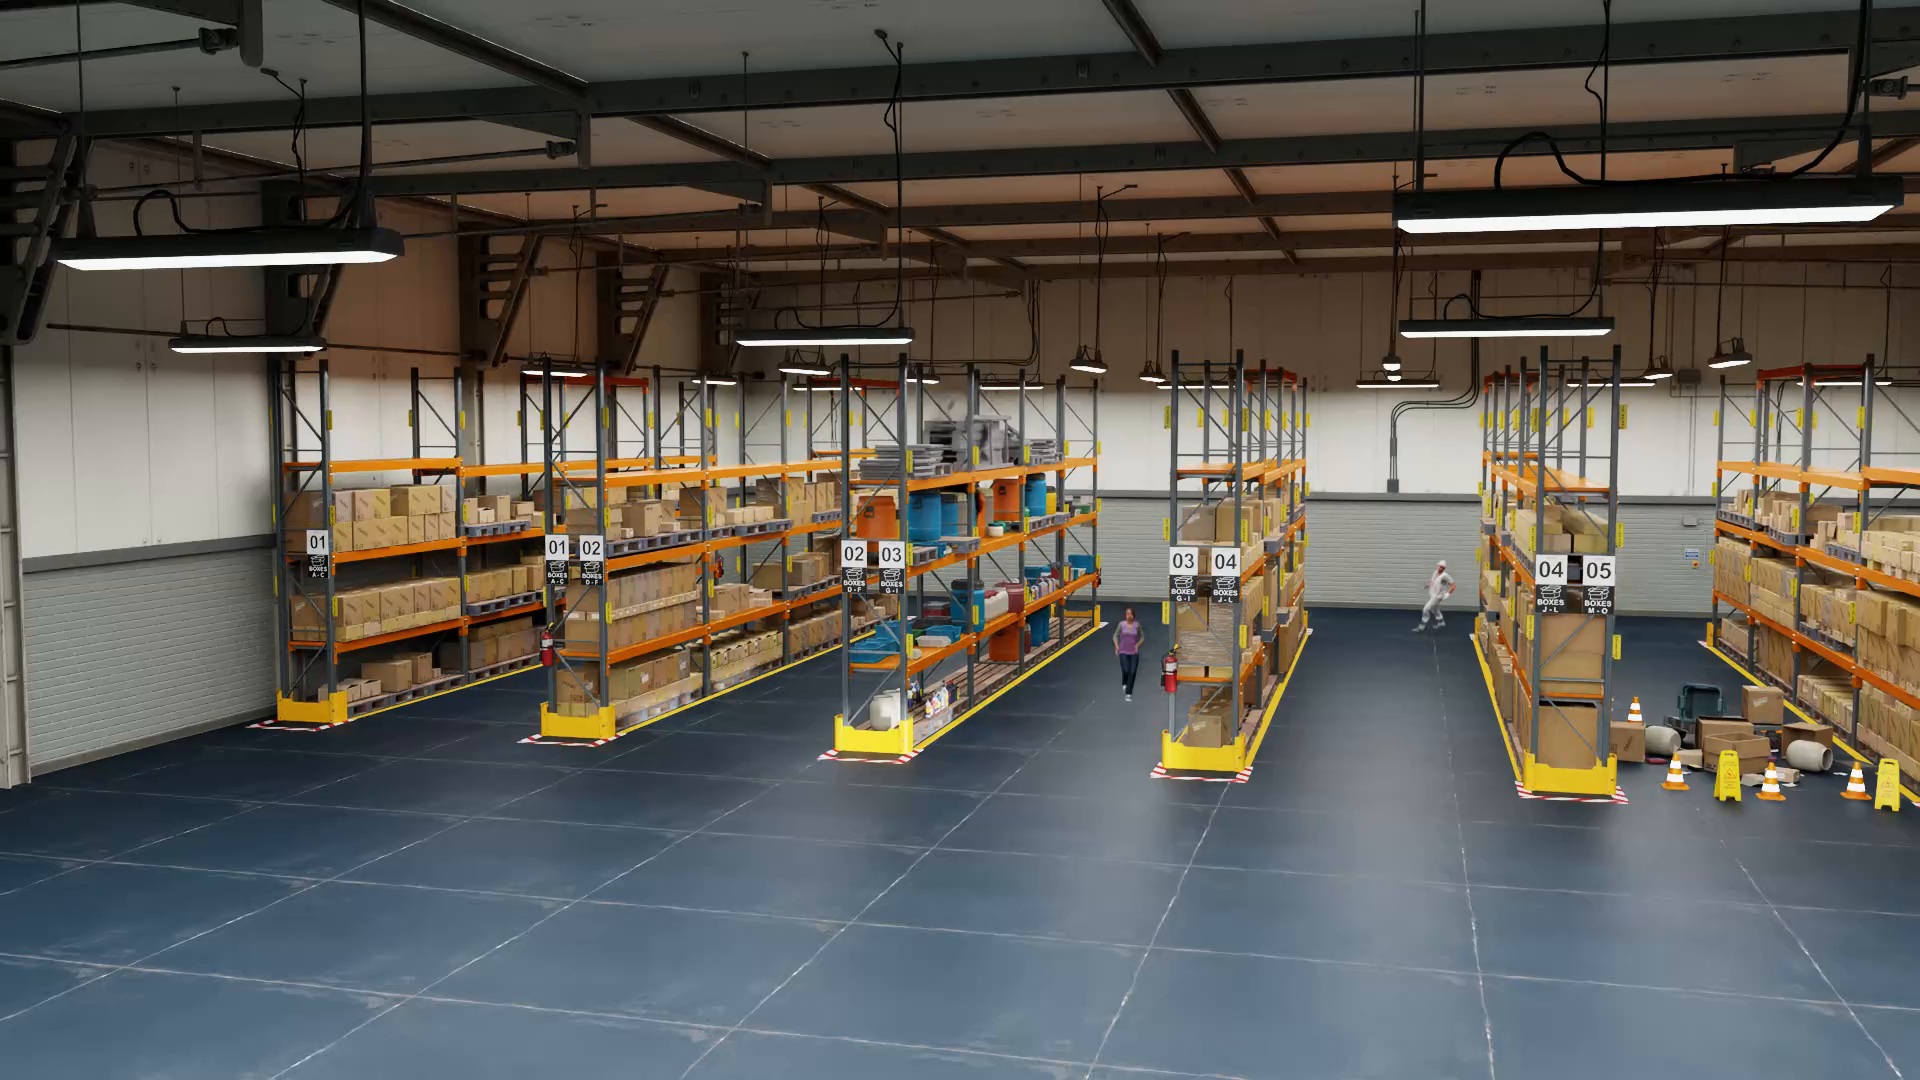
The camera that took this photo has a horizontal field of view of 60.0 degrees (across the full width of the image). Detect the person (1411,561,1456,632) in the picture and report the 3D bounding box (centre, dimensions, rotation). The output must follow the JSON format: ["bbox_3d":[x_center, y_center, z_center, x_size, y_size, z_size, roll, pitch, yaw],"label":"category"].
[{"bbox_3d":[11.129,1.326,39.189,0.907,1.724,0.815,0,4,3],"label":"person"}]

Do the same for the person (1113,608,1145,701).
[{"bbox_3d":[2.847,1.926,28.004,0.536,1.561,0.486,0,4,3],"label":"person"}]
